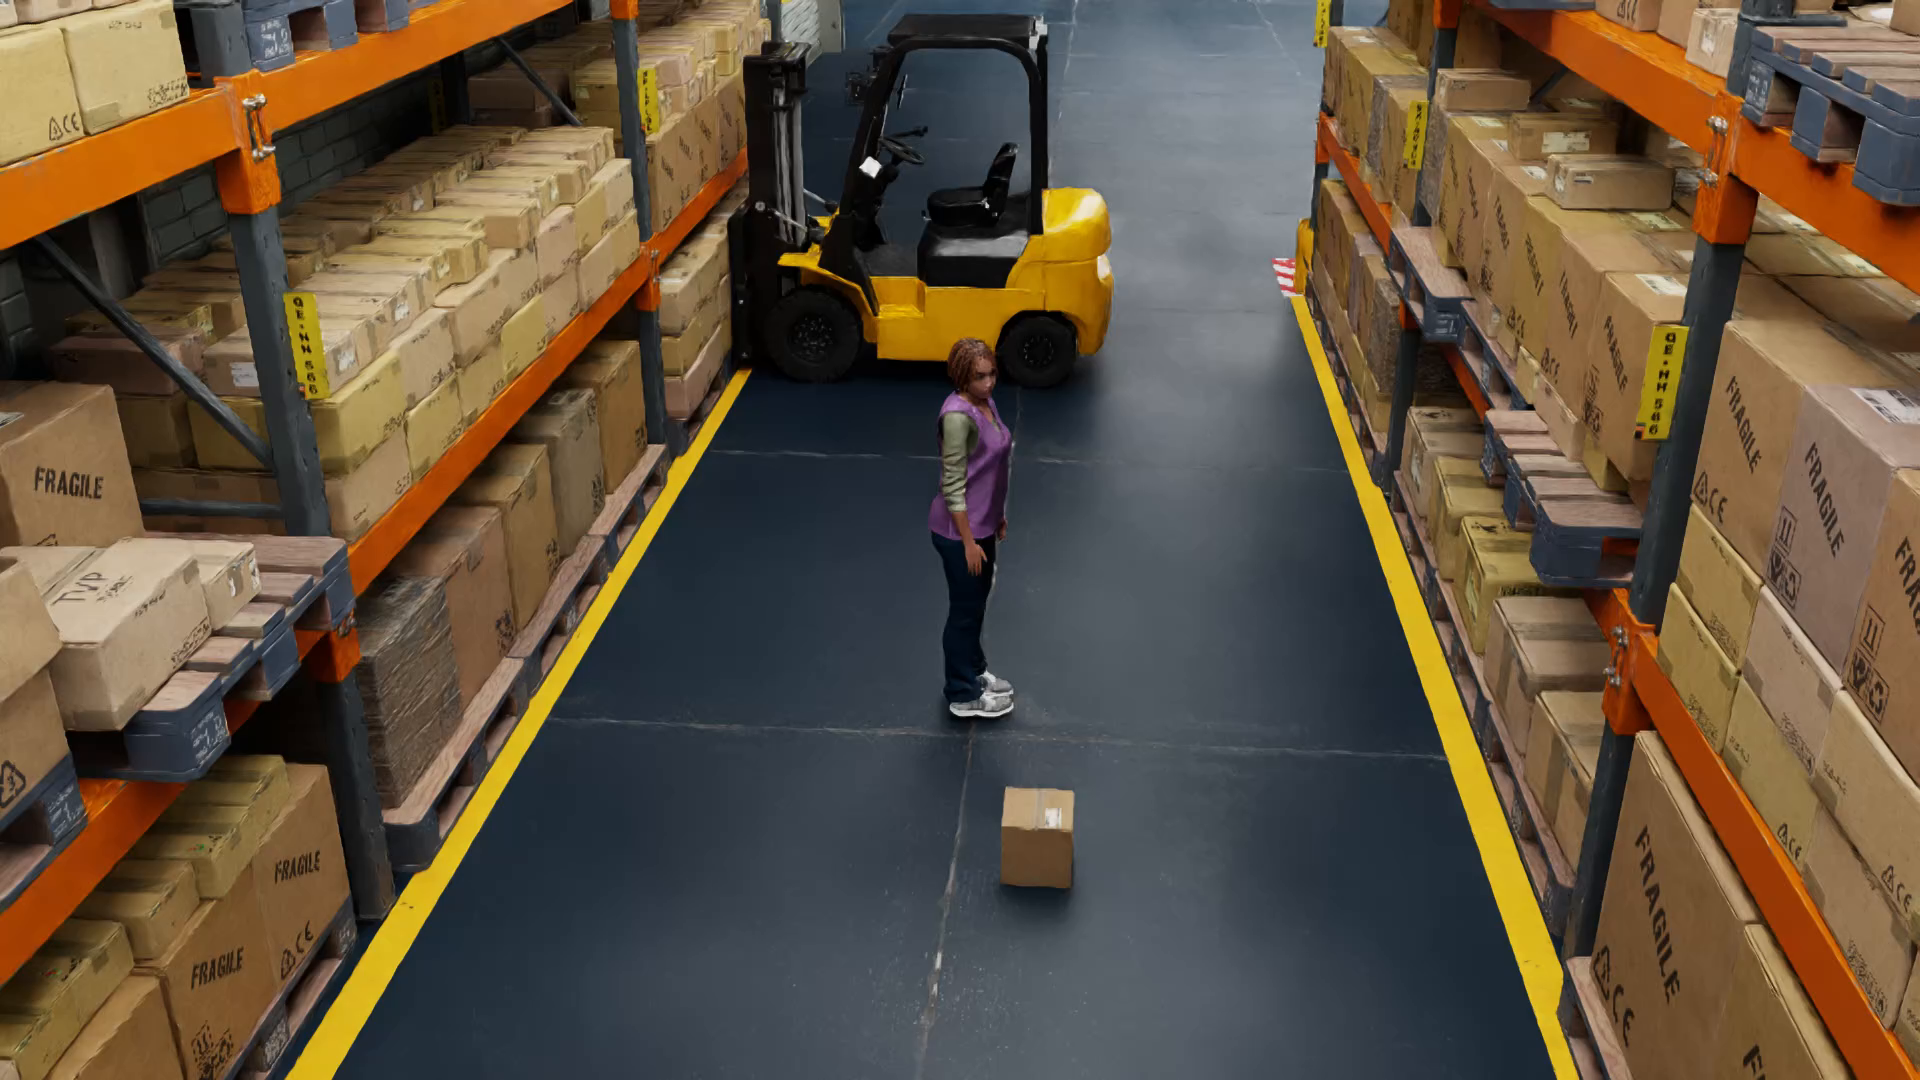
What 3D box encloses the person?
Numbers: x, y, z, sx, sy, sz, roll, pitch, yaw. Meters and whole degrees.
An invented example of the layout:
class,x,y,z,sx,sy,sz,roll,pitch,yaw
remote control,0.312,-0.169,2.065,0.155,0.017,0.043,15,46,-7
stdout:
class,x,y,z,sx,sy,sz,roll,pitch,yaw
person,0.056,-0.032,6.667,0.363,1.632,0.460,7,26,14
